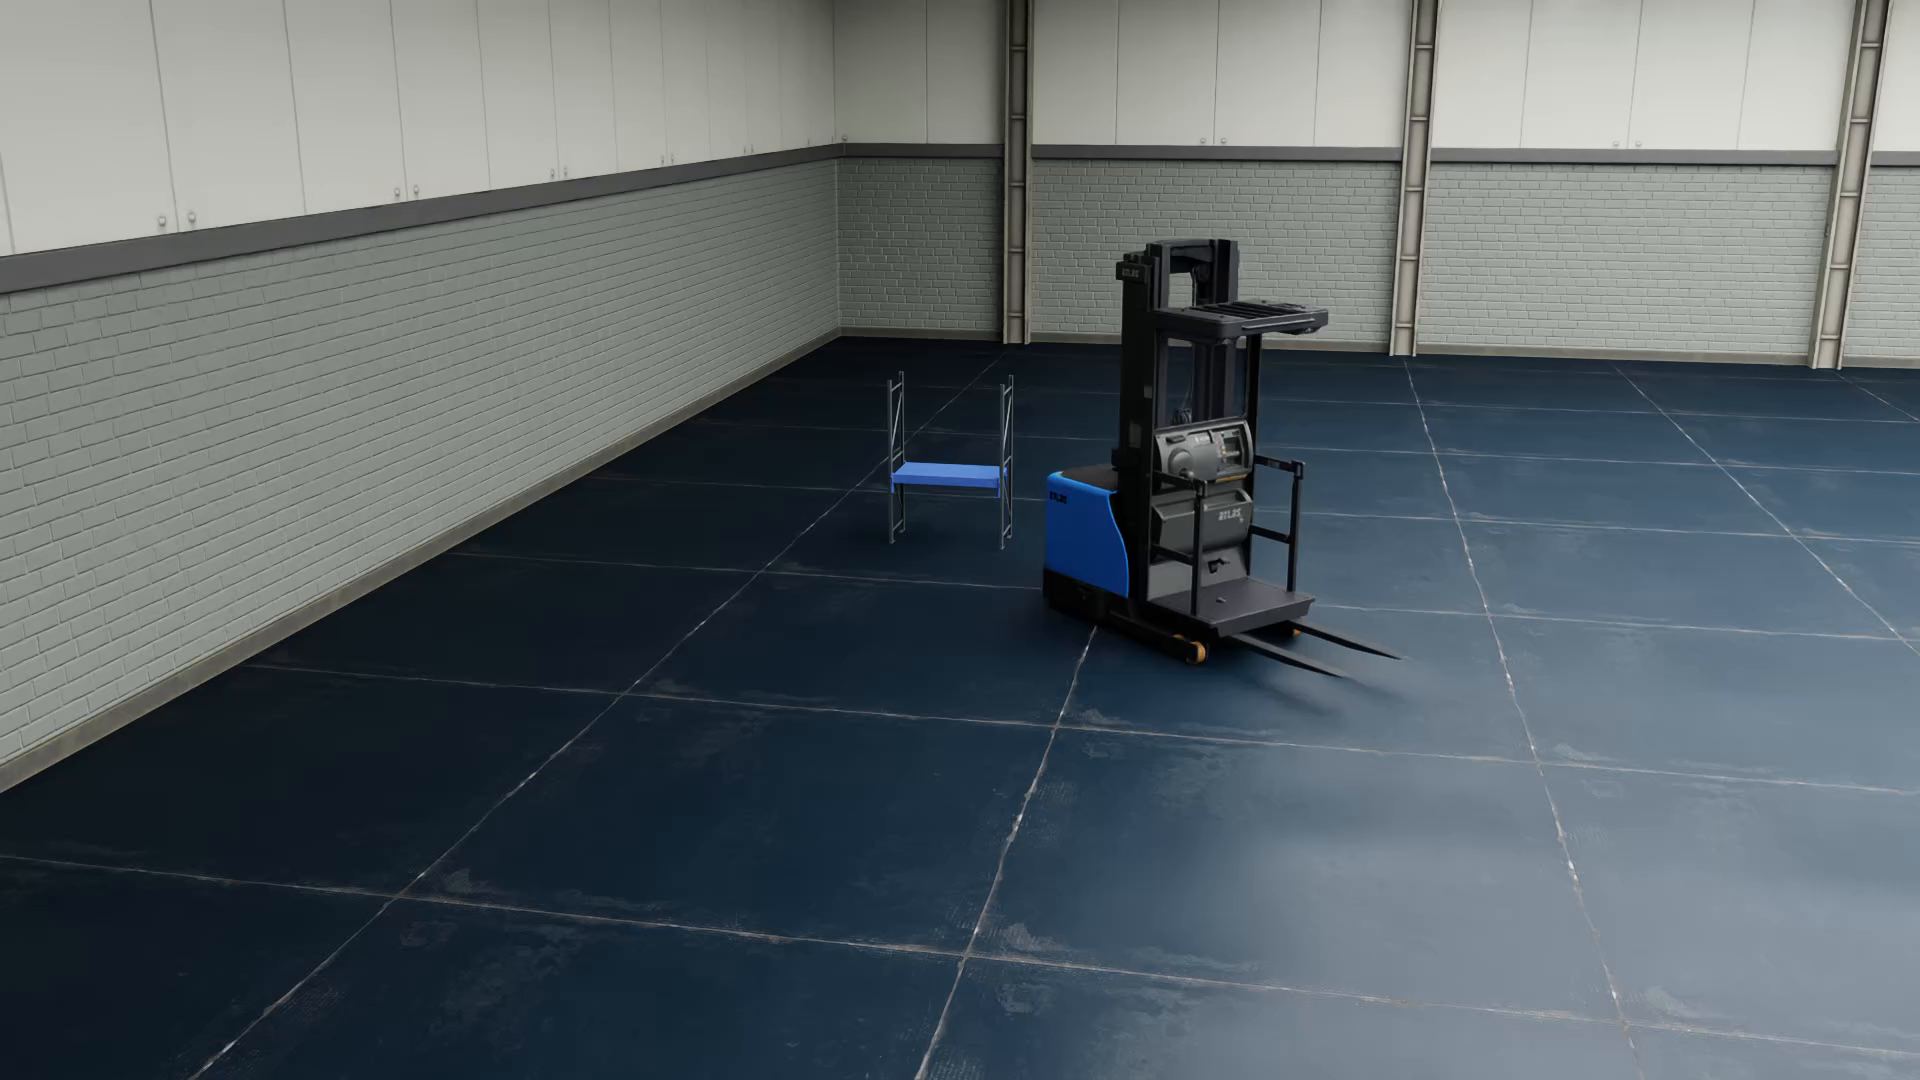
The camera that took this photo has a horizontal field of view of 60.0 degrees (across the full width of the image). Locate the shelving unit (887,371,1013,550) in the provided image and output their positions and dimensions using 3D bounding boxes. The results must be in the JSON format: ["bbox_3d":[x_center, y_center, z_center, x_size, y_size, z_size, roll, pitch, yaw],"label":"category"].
[{"bbox_3d":[-0.084,-0.727,15.066,1.048,1.500,0.538,3,16,11],"label":"shelving unit"}]

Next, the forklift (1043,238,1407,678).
[{"bbox_3d":[1.936,-0.662,12.149,1.130,2.935,3.031,-11,19,-34],"label":"forklift"}]

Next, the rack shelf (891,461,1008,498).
[{"bbox_3d":[-0.084,-0.554,15.114,1.000,0.185,0.538,3,16,11],"label":"rack shelf"}]

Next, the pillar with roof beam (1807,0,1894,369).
[{"bbox_3d":[11.816,-5.746,19.137,0.400,9.000,9.100,3,16,11],"label":"pillar with roof beam"}]

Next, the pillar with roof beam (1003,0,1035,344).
[{"bbox_3d":[0.056,-6.384,21.441,0.400,9.000,9.100,3,16,11],"label":"pillar with roof beam"}]

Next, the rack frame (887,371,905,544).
[{"bbox_3d":[-0.582,-0.754,15.164,0.032,1.500,0.500,3,16,11],"label":"rack frame"}]

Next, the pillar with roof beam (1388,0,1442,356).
[{"bbox_3d":[5.936,-6.065,20.289,0.400,9.000,9.100,3,16,11],"label":"pillar with roof beam"}]

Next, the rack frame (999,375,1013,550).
[{"bbox_3d":[0.415,-0.700,14.969,0.032,1.500,0.500,3,16,11],"label":"rack frame"}]
